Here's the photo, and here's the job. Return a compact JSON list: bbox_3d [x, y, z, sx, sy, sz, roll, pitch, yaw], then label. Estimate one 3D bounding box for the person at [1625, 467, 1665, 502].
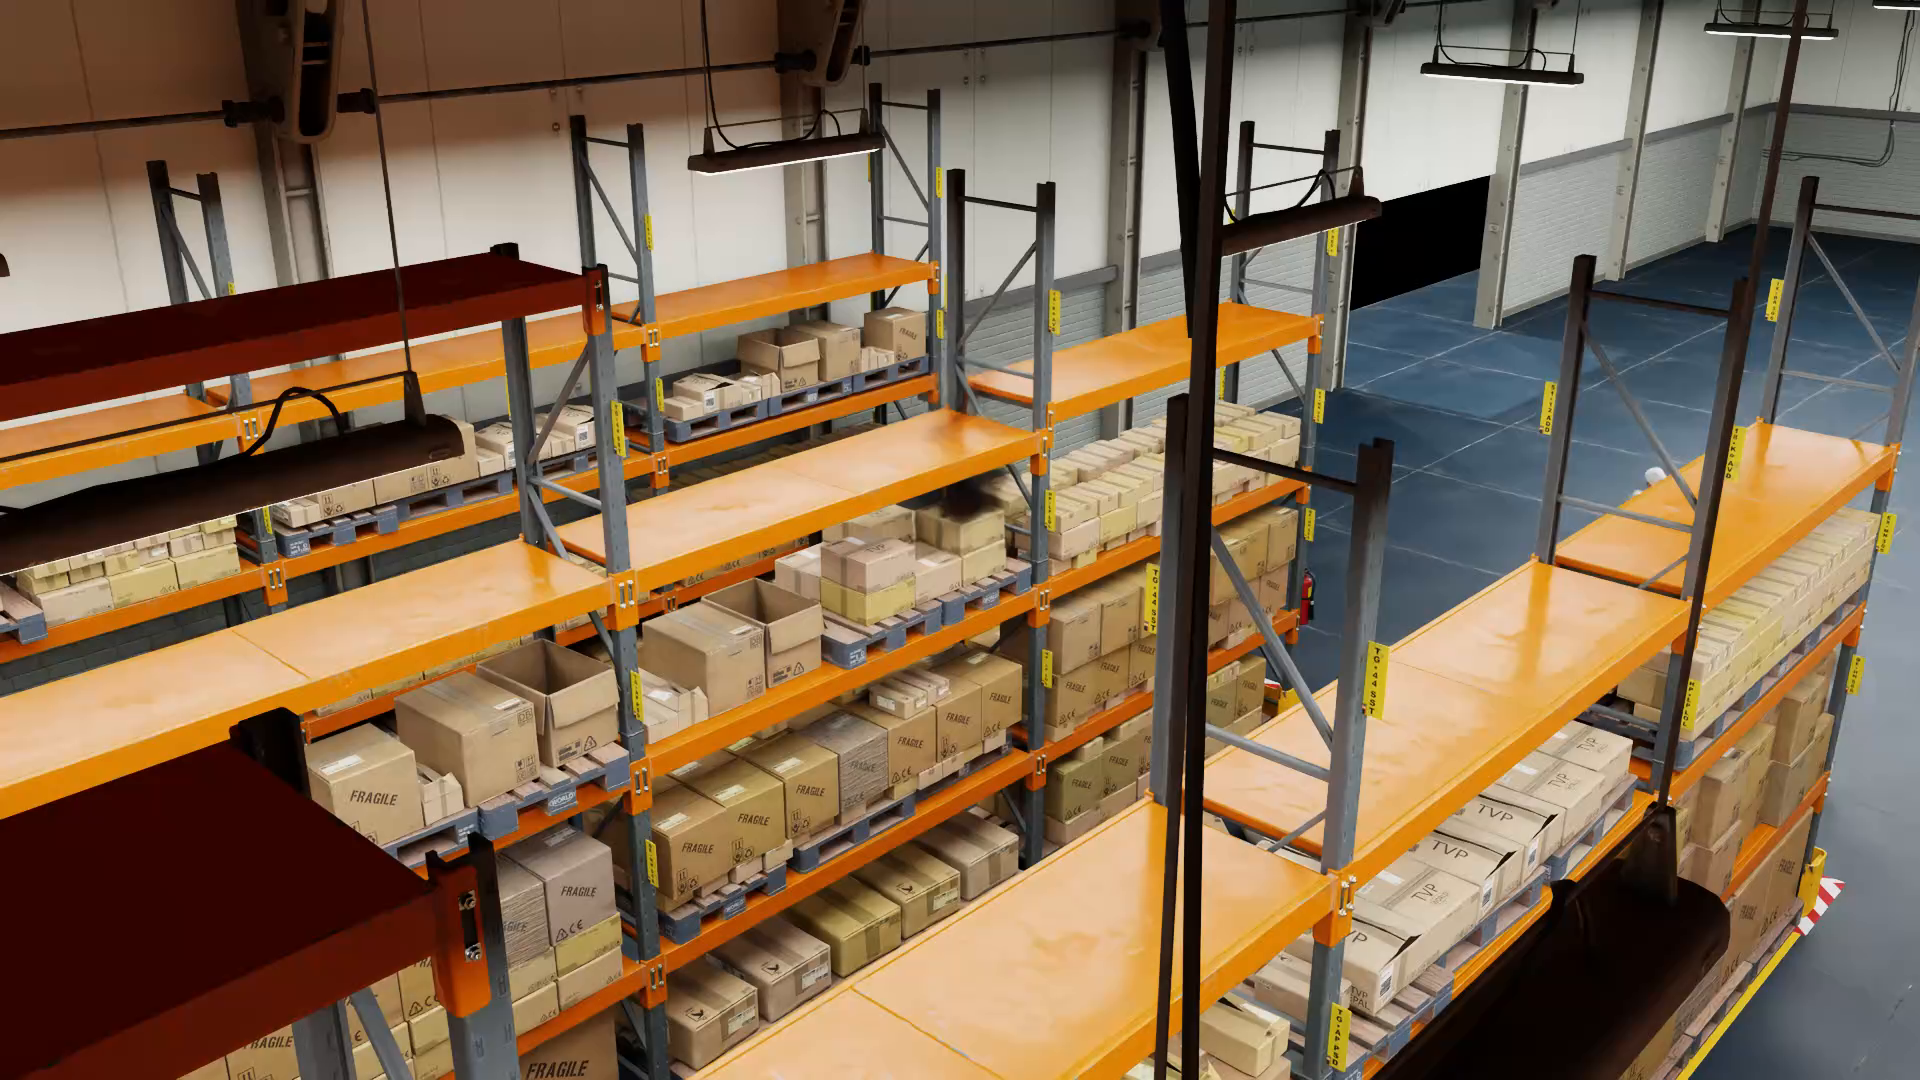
[{"bbox_3d":[8.030,0.032,19.504,0.661,1.842,0.796,0,21,-1],"label":"person"}]
